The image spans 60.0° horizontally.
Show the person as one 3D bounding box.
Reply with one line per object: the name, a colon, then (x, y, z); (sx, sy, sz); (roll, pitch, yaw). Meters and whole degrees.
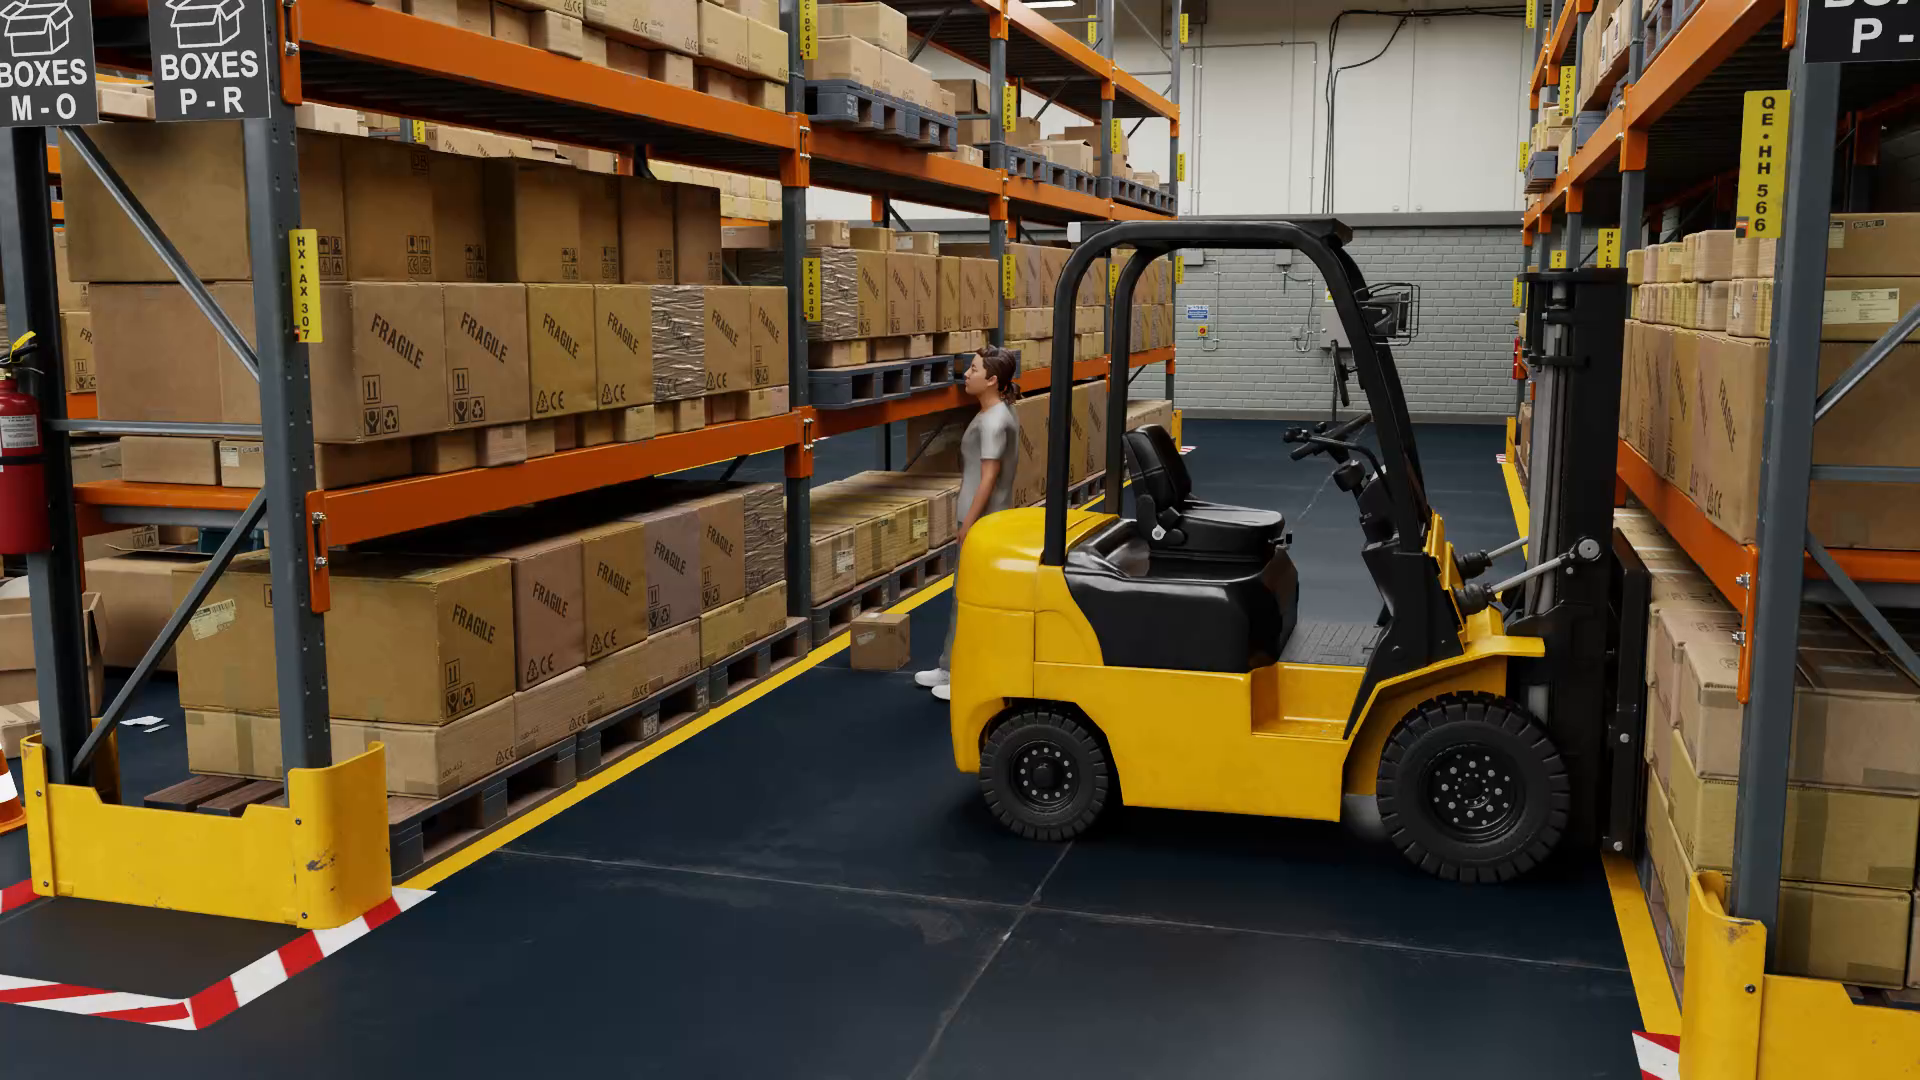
person: (0.032, -0.079, 7.814); (0.548, 1.674, 0.550); (1, 8, 5)
